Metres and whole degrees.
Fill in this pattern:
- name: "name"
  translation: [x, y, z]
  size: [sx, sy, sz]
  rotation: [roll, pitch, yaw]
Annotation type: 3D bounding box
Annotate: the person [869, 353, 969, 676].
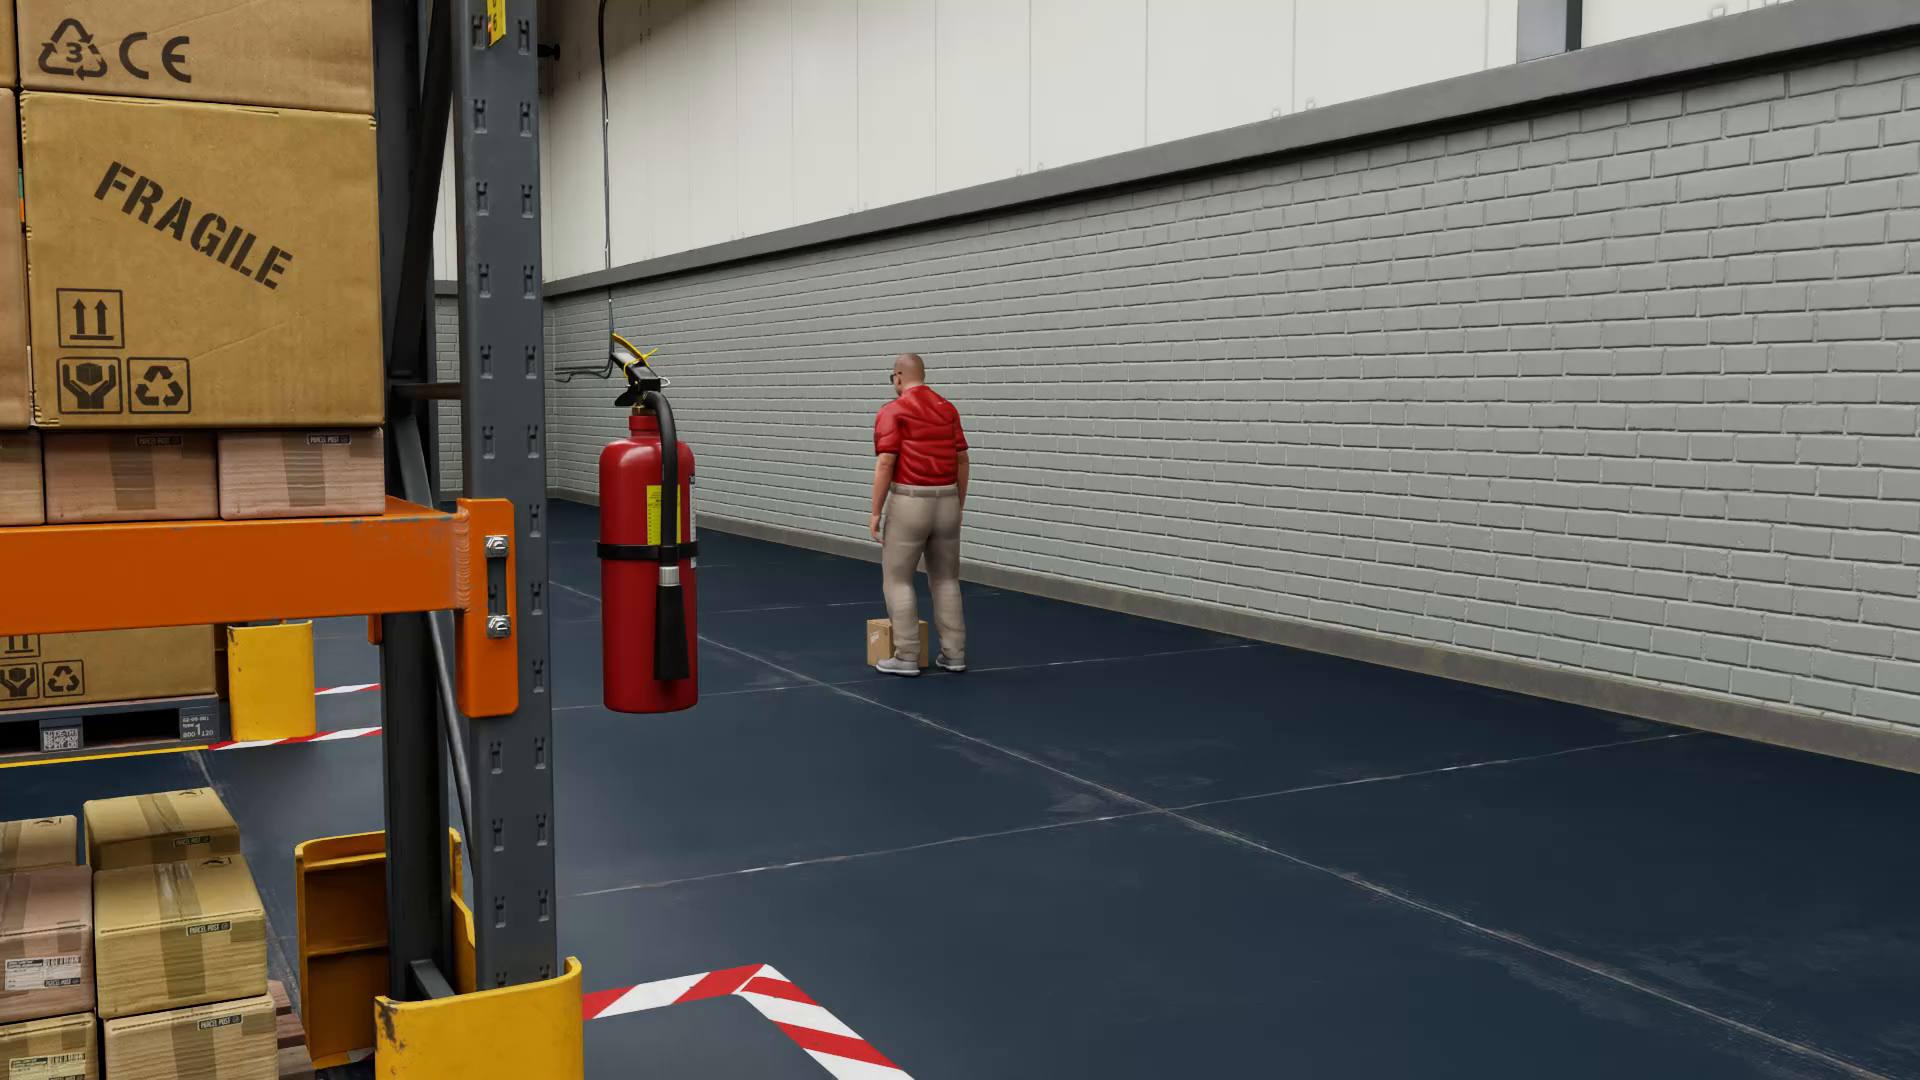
- name: "person"
  translation: [-0.217, -0.142, 8.956]
  size: [0.606, 1.726, 0.393]
  rotation: [-3, 6, -32]
